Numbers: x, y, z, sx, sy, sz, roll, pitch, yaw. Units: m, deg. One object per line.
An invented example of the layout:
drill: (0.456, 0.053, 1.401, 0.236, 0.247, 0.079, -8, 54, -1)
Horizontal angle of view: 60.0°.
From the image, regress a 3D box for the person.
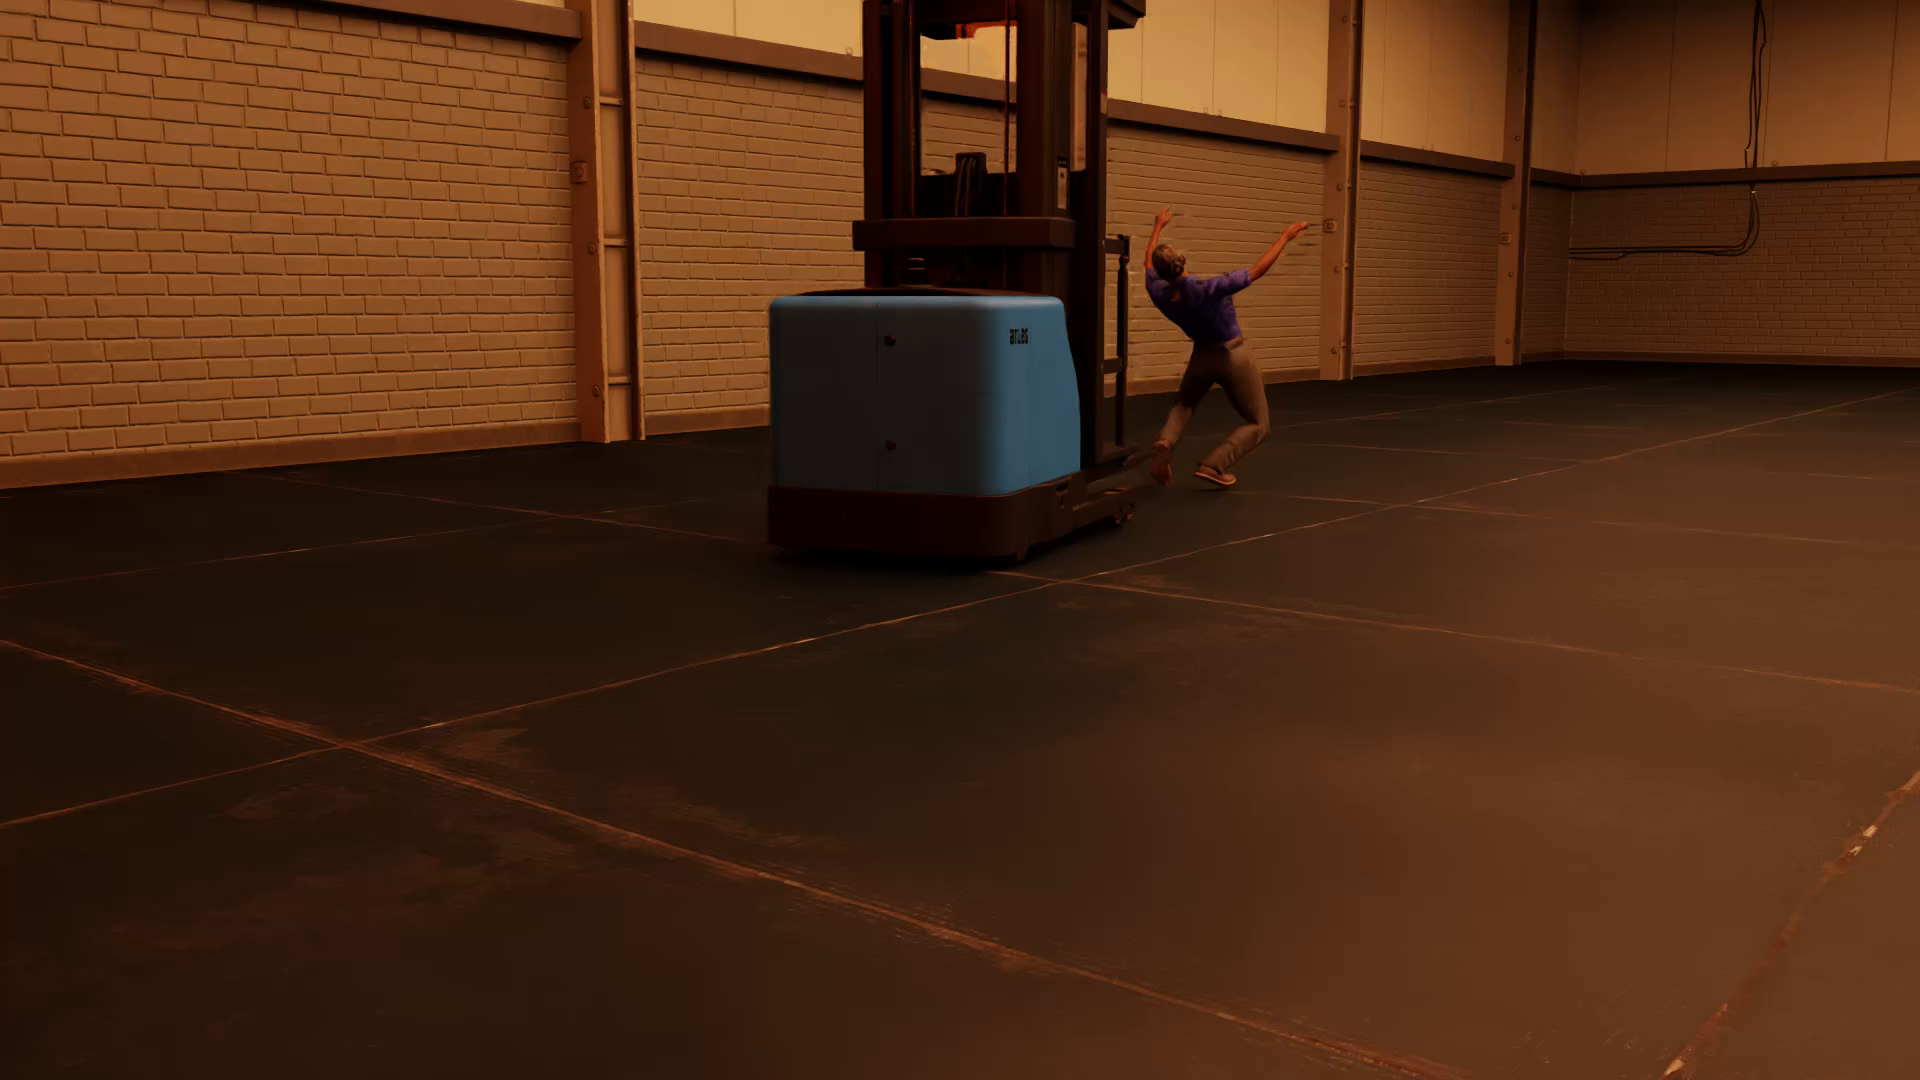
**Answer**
person: (1.389, -1.074, 9.275, 0.896, 1.586, 0.677, 7, 11, 40)

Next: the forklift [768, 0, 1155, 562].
forklift: (0.219, -1.538, 7.792, 1.130, 2.935, 3.031, 3, 9, 21)
